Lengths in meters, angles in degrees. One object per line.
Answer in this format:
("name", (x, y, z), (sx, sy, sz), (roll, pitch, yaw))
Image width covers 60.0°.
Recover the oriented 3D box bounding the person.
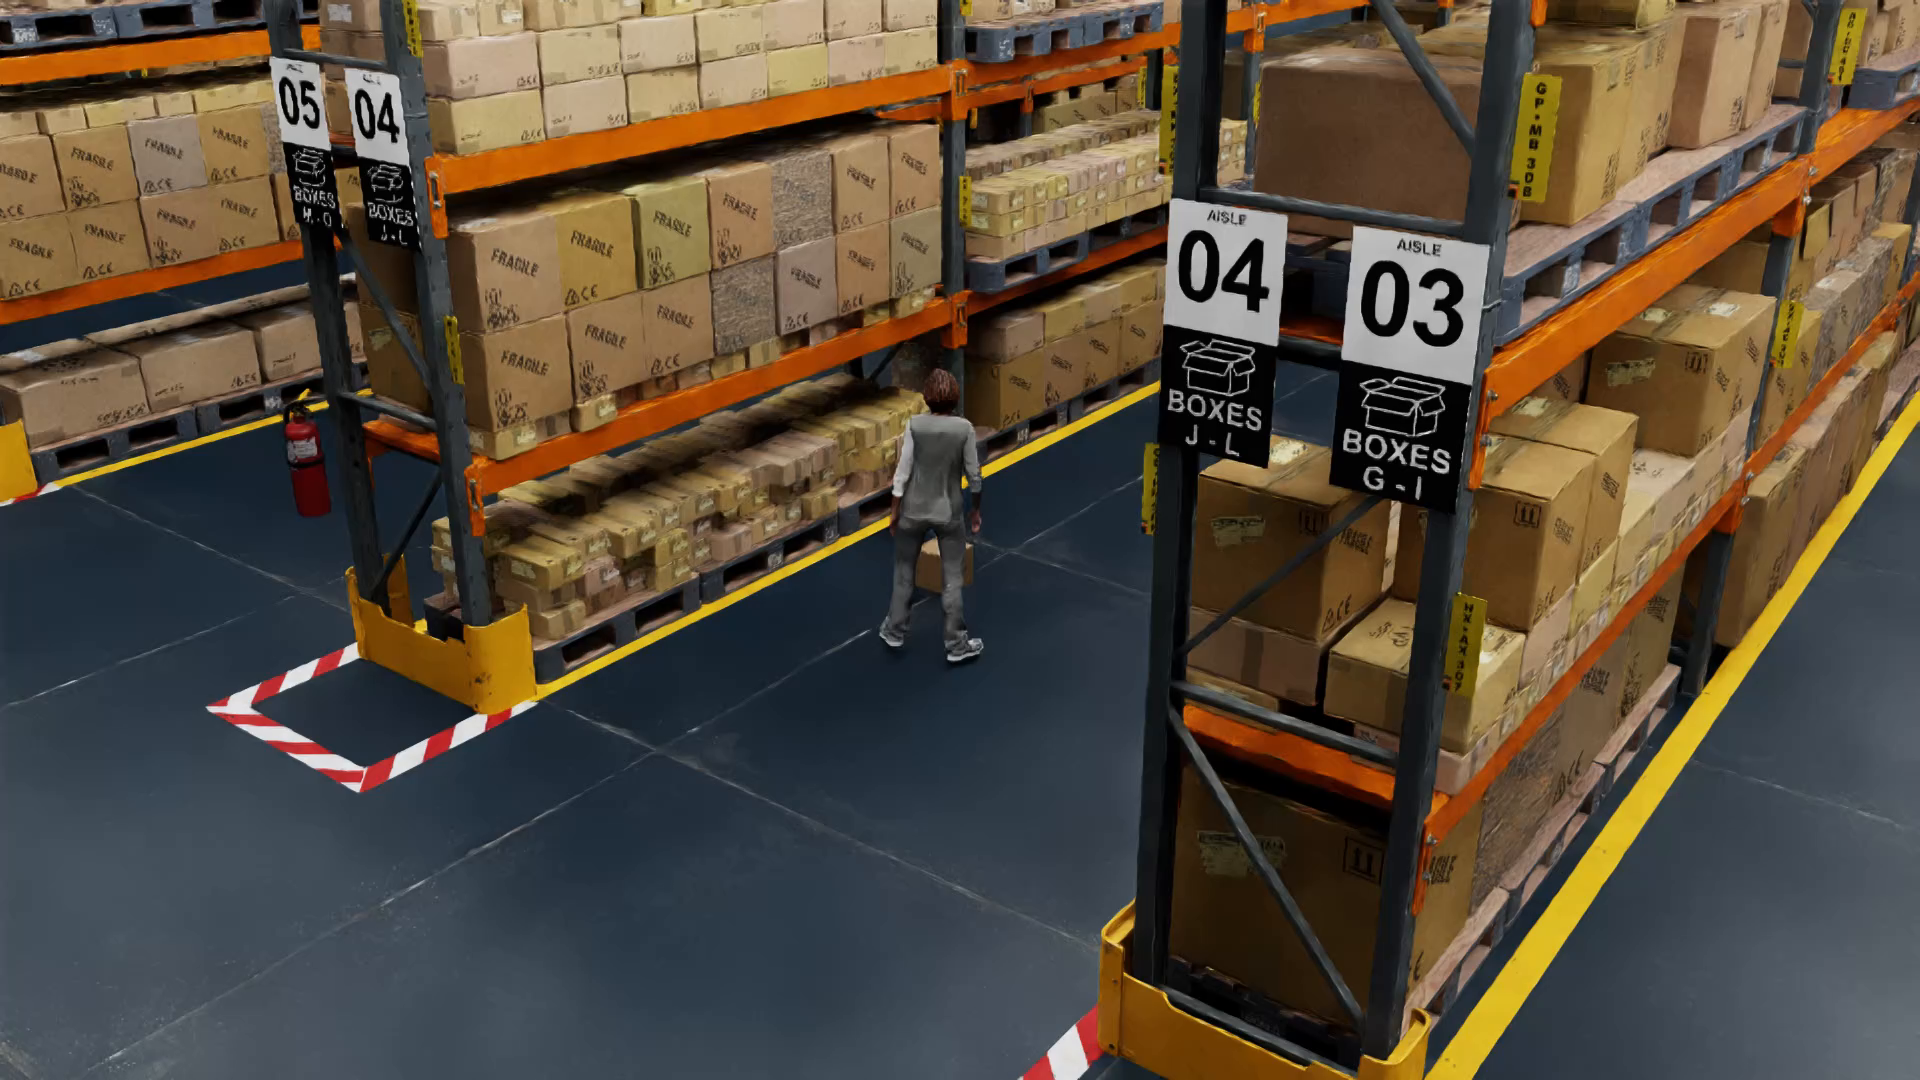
("person", (-0.159, -0.134, 8.868), (0.579, 1.592, 0.437), (-1, 24, -2))
